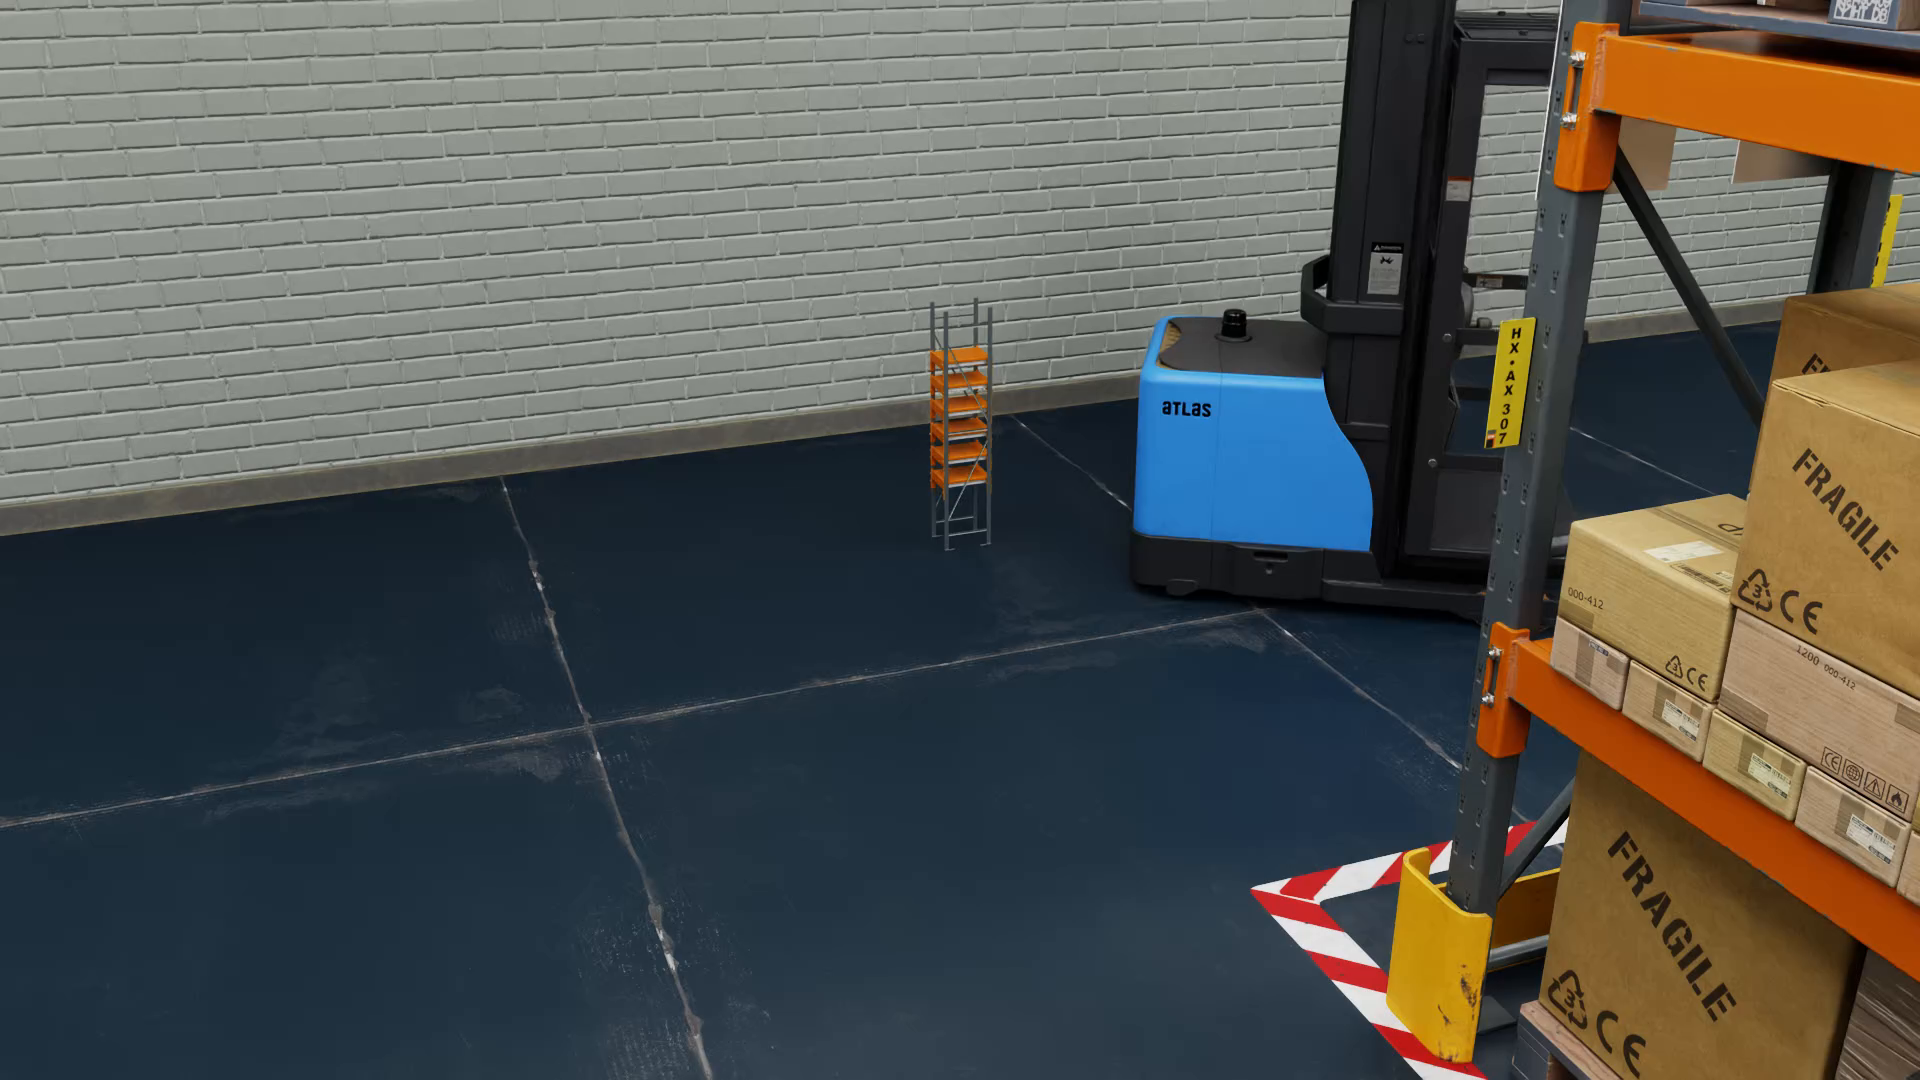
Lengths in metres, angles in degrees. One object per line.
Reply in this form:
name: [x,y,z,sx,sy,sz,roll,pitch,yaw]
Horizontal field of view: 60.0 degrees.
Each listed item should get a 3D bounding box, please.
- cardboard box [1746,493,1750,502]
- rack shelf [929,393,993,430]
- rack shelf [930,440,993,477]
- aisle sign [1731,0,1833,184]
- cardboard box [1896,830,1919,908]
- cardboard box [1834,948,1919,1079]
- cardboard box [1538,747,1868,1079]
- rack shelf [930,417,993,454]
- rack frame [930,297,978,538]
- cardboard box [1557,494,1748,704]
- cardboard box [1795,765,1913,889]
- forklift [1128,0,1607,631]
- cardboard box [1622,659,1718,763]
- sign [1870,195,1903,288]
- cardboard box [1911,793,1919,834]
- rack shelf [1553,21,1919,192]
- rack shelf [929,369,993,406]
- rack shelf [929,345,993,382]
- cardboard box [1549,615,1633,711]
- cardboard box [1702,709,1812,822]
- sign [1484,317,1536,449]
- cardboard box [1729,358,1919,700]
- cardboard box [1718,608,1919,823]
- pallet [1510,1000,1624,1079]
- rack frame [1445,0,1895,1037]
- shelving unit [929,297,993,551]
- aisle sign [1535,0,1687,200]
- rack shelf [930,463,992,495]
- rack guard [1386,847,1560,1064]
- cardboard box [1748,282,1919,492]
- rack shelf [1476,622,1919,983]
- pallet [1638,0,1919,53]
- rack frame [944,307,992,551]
cardboard box: [2.289,0.050,4.078,0.500,0.250,0.500,-9,24,-20]
rack shelf: [0.005,-0.617,7.975,0.258,0.103,0.180,-8,24,-19]
rack shelf: [0.005,-0.396,8.068,0.258,0.103,0.180,-8,24,-19]
aisle sign: [2.125,-1.286,4.093,0.394,0.787,0.004,-8,24,-19]
cardboard box: [2.051,0.642,3.188,0.380,0.149,0.250,-9,24,-20]
cardboard box: [2.492,1.317,3.459,0.875,0.875,0.875,-8,24,-19]
cardboard box: [2.171,0.986,4.244,0.875,0.875,0.875,-8,24,-19]
rack shelf: [0.005,-0.507,8.022,0.258,0.103,0.180,-8,24,-19]
rack frame: [-0.027,-0.581,8.083,0.240,1.200,0.006,-8,24,-19]
cardboard box: [1.787,0.122,3.908,0.500,0.250,0.500,-9,24,-20]
cardboard box: [1.963,0.549,3.408,0.380,0.149,0.250,-9,24,-20]
forklift: [2.346,-1.174,7.262,3.031,2.935,1.130,4,23,10]
cardboard box: [1.779,0.362,3.853,0.380,0.149,0.250,-9,24,-20]
sign: [2.382,-0.733,4.332,0.100,0.325,0.005,-8,24,-19]
cardboard box: [2.151,0.493,3.028,0.500,0.250,0.500,-9,25,-21]
rack shelf: [2.576,-0.345,2.271,1.077,0.370,4.000,-8,24,-19]
rack shelf: [0.005,-0.728,7.929,0.258,0.103,0.180,-8,24,-19]
rack shelf: [0.005,-0.838,7.882,0.258,0.103,0.180,-8,24,-19]
cardboard box: [1.687,0.269,4.074,0.380,0.149,0.250,-8,24,-18]
cardboard box: [1.869,0.455,3.632,0.380,0.149,0.250,-9,24,-20]
sign: [1.349,-0.383,4.079,0.100,0.325,0.005,-8,24,-19]
cardboard box: [1.964,-0.042,3.331,0.500,0.500,0.500,-9,24,-20]
cardboard box: [1.977,0.310,3.462,0.500,0.250,0.500,-9,24,-20]
pallet: [2.226,1.544,4.316,1.003,0.211,1.213,-8,24,-19]
rack frame: [1.870,-0.021,4.438,1.000,3.000,0.127,-8,24,-19]
shelving unit: [0.005,-0.548,8.004,0.258,1.200,0.189,-8,24,-19]
aisle sign: [1.564,-1.204,3.898,0.394,0.787,0.004,-8,24,-19]
rack shelf: [0.005,-0.286,8.115,0.258,0.103,0.180,-8,24,-19]
rack guard: [1.861,1.122,4.945,1.175,0.500,0.348,-8,24,-19]
cardboard box: [2.288,-0.294,3.930,0.500,0.500,0.500,-8,24,-18]
rack shelf: [2.576,1.037,2.854,1.077,0.370,4.000,-8,24,-19]
pallet: [2.142,-1.095,3.237,1.003,0.211,1.213,-8,24,-19]
rack frame: [0.037,-0.514,7.926,0.240,1.200,0.006,-8,24,-19]
